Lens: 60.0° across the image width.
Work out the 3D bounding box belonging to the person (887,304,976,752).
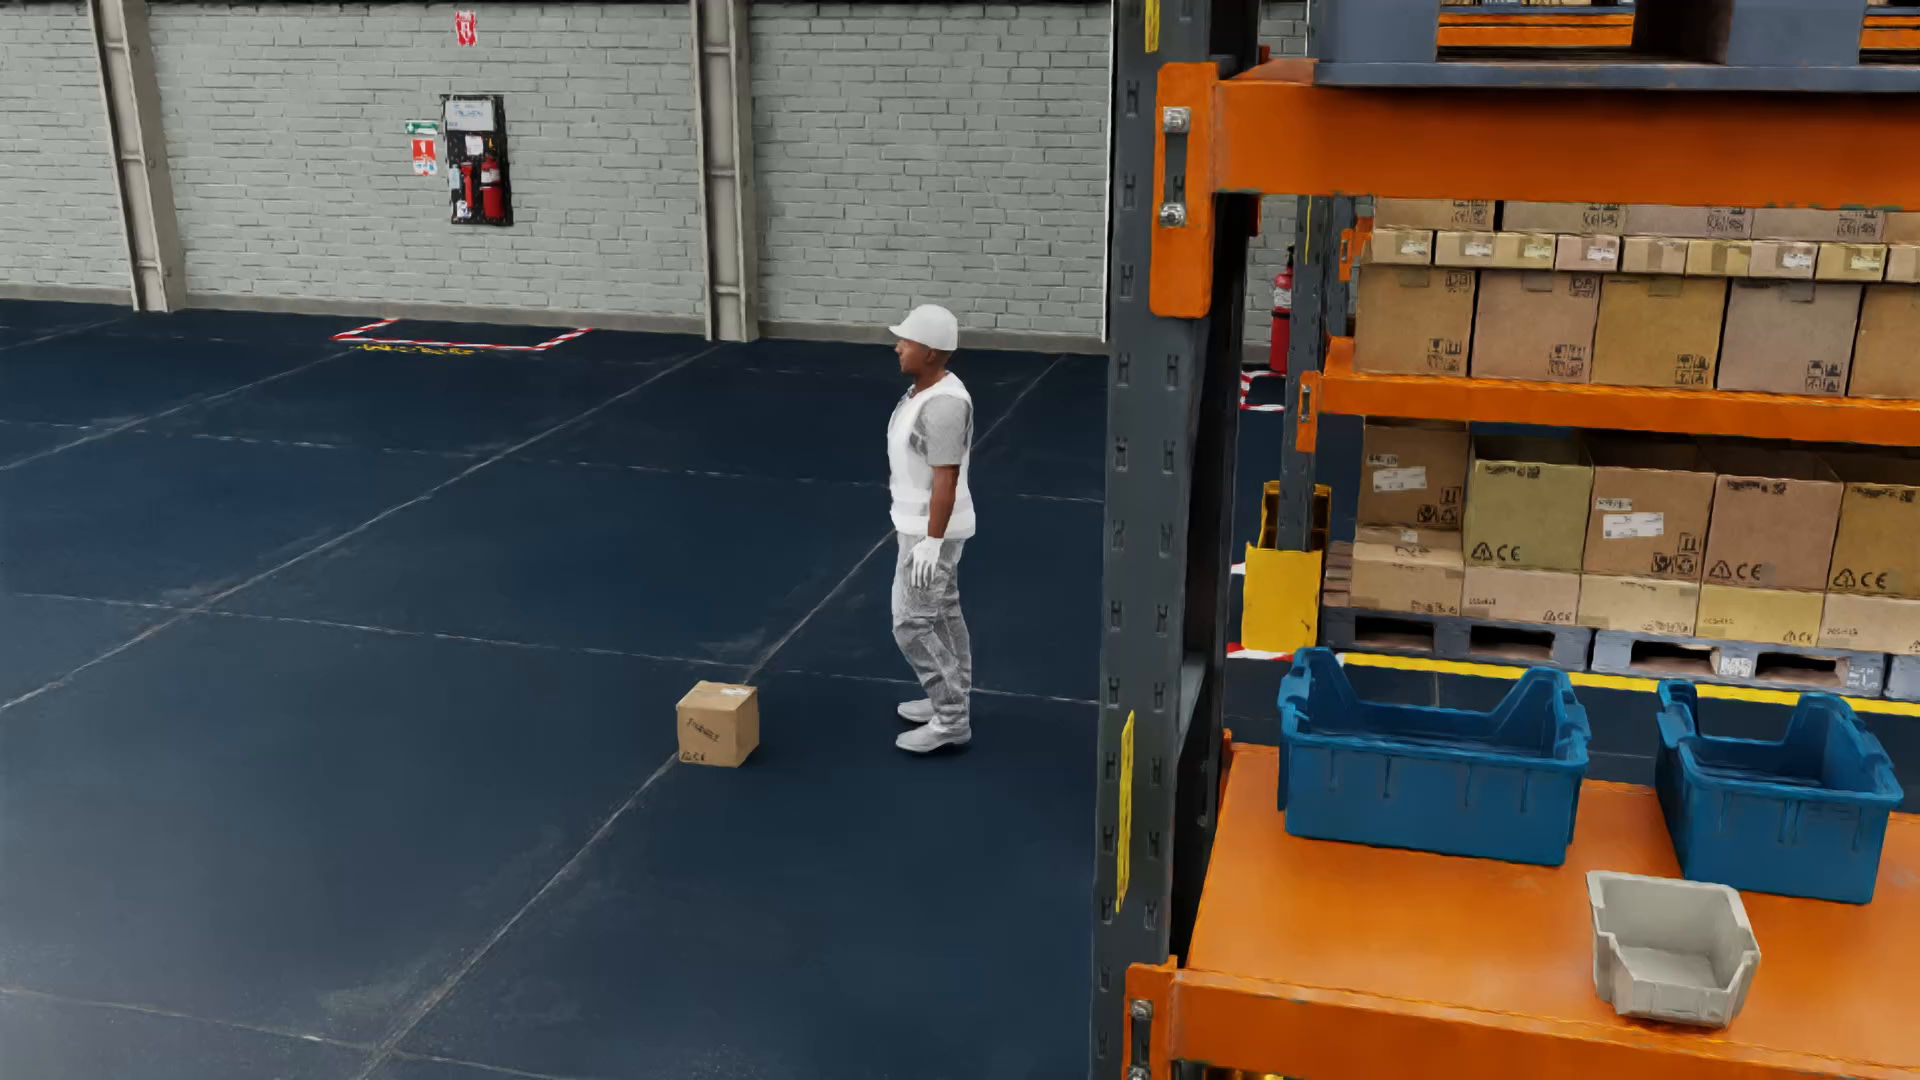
[{"bbox_3d":[-0.114,-0.048,6.608,0.345,1.782,0.612,-2,18,-6],"label":"person"}]
